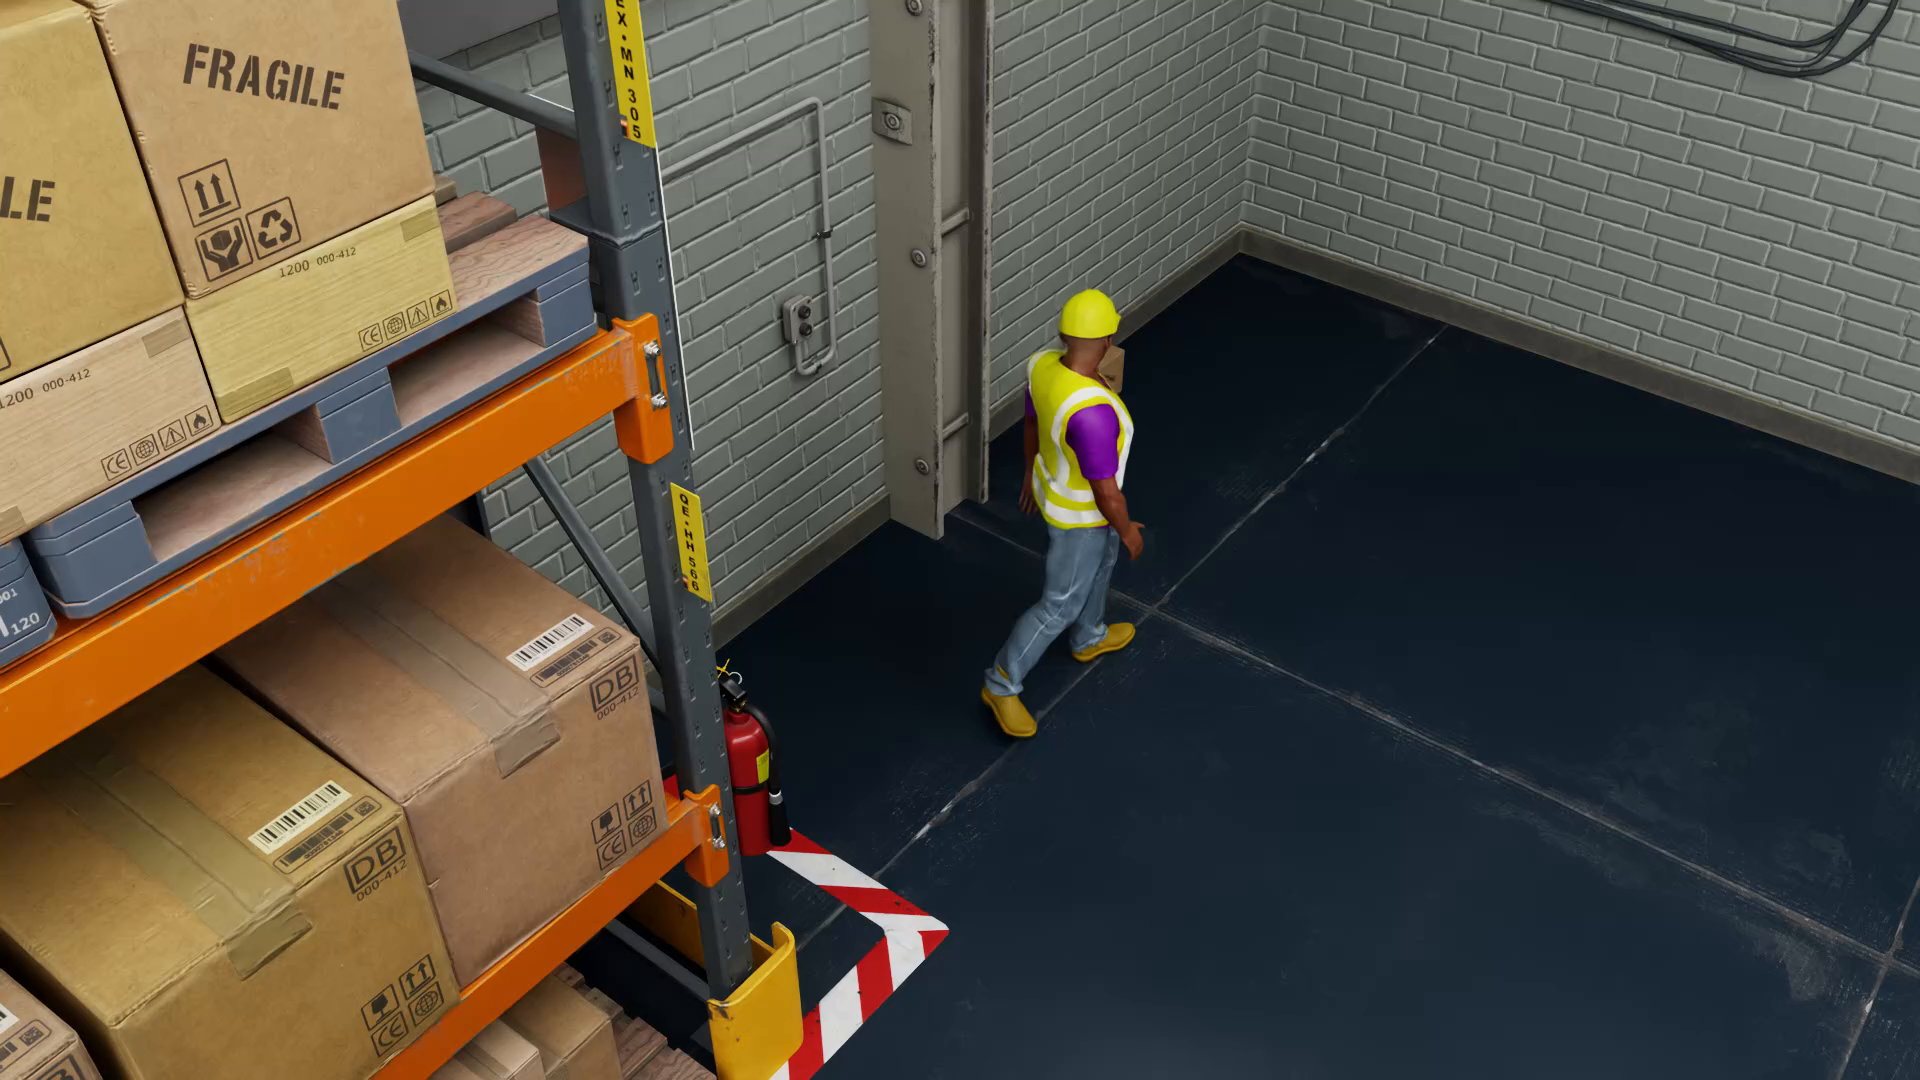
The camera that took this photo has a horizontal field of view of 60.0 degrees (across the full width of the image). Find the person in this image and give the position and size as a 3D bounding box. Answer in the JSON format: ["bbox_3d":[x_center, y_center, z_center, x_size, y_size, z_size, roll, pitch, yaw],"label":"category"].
[{"bbox_3d":[0.418,-0.105,6.266,0.729,1.749,0.702,-6,39,-8],"label":"person"}]
